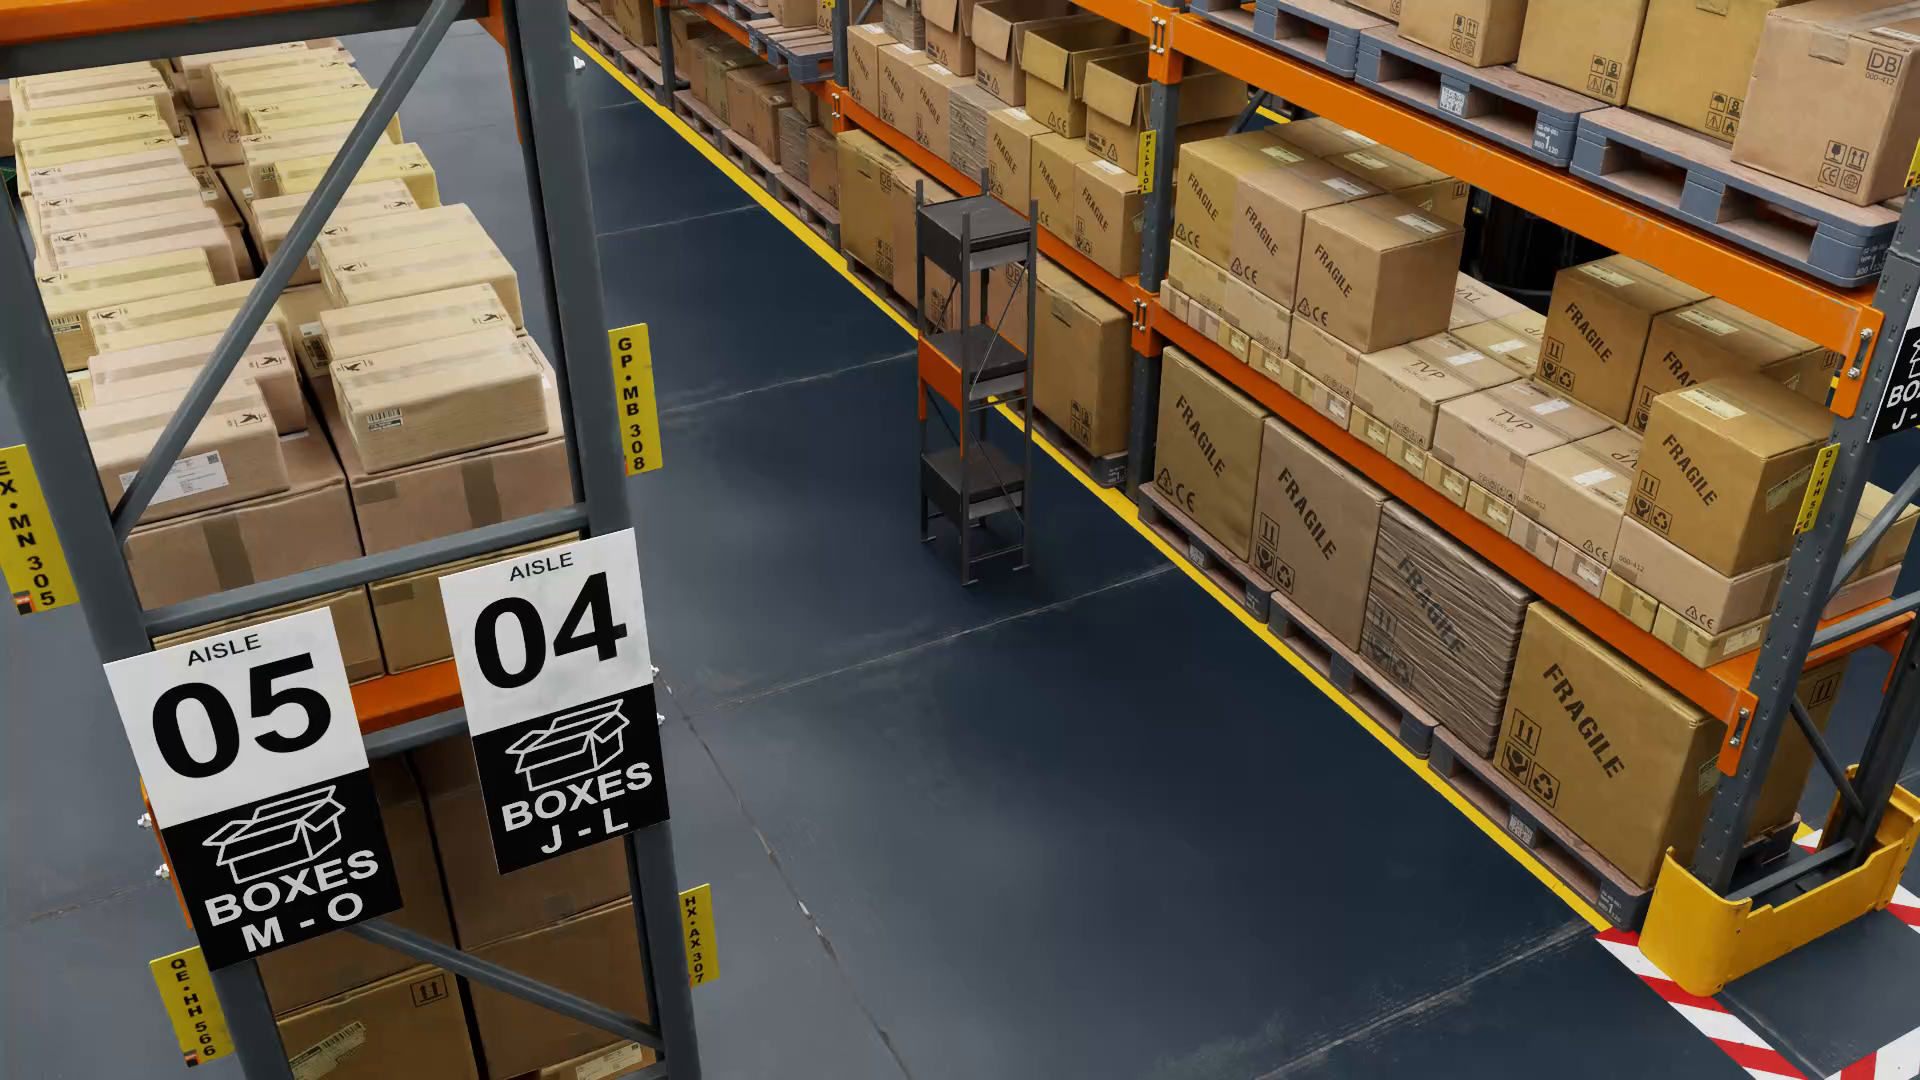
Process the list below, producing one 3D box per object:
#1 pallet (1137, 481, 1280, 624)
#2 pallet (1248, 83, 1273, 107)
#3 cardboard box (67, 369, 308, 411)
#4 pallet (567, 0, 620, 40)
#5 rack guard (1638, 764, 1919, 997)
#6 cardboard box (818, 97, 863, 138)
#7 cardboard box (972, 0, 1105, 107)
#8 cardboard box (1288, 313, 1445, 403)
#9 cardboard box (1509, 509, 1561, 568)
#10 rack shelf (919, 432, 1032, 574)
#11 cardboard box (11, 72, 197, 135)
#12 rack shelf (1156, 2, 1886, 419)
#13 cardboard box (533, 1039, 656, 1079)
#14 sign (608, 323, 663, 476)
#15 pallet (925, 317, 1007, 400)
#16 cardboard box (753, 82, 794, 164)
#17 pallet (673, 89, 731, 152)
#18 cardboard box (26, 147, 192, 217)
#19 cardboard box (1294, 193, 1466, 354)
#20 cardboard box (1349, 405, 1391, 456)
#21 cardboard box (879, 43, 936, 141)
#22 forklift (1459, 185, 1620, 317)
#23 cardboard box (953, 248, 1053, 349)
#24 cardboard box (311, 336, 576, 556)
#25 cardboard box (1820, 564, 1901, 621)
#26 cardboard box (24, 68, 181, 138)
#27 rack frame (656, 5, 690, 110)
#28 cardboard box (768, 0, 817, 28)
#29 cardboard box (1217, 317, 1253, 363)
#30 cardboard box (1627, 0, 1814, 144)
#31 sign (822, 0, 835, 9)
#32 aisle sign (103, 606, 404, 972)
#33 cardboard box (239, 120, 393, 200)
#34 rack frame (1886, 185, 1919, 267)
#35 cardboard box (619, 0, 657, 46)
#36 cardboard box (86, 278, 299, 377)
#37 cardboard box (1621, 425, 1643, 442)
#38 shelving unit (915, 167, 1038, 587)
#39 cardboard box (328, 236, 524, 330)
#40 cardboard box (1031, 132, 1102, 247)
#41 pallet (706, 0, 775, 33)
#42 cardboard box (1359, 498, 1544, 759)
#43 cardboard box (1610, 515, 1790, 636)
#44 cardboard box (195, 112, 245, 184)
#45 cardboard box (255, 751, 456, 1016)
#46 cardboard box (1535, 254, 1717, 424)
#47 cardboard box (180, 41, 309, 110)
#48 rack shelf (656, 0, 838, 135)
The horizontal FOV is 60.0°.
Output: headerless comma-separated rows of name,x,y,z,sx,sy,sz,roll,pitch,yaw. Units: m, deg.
pallet,1.717,-0.060,9.166,1.003,0.211,1.213,-16,36,-23
pallet,3.057,-4.558,16.187,1.003,0.211,1.213,-16,36,-23
cardboard box,-1.818,-0.318,3.879,0.500,0.250,0.500,-17,36,-24
pallet,-3.780,-5.736,18.026,1.003,0.211,1.213,-16,36,-23
rack guard,3.308,1.357,6.688,1.175,0.500,0.348,-16,36,-23
cardboard box,-0.772,-3.286,12.831,0.500,0.250,0.500,-14,35,-21
cardboard box,0.513,-3.007,10.158,0.797,0.503,0.637,-15,35,-22
cardboard box,1.893,-0.904,7.762,0.500,0.250,0.500,-15,36,-22
cardboard box,2.484,-0.052,6.803,0.380,0.149,0.250,-15,36,-22
rack shelf,0.077,-0.204,8.964,0.431,0.518,0.480,-16,36,-23
cardboard box,-2.763,-1.298,5.409,0.500,0.250,0.500,-16,36,-23
rack shelf,2.364,-1.622,6.906,1.077,0.370,4.000,-16,36,-23
cardboard box,-0.999,1.361,4.597,0.380,0.149,0.250,-16,36,-23
sign,-0.658,-0.276,3.328,0.100,0.325,0.005,-16,36,-23
pallet,0.432,-1.374,11.218,1.003,0.211,1.213,-16,36,-23
cardboard box,-1.304,-3.503,13.865,0.700,0.500,0.500,-13,35,-19
pallet,-1.934,-3.889,15.143,1.003,0.211,1.213,-16,36,-23
cardboard box,-2.251,-0.911,4.435,0.380,0.149,0.250,-17,36,-24
cardboard box,1.898,-1.217,7.556,0.500,0.500,0.500,-17,36,-25
cardboard box,2.004,-0.542,7.567,0.380,0.149,0.250,-17,36,-24
cardboard box,-0.205,-3.021,11.111,0.500,0.500,0.500,-17,36,-24
forklift,3.300,-1.765,9.306,1.130,2.935,3.031,5,33,8
cardboard box,0.698,-1.625,10.605,1.225,0.875,0.875,-17,36,-25
cardboard box,-1.118,-0.198,3.692,0.500,0.250,0.500,-15,36,-22
cardboard box,3.423,0.146,6.493,0.380,0.149,0.250,-15,36,-23
cardboard box,-2.598,-1.298,5.039,0.380,0.149,0.250,-17,36,-25
rack frame,-2.298,-5.434,14.970,1.000,3.000,0.127,-16,36,-23
cardboard box,-1.069,-4.233,12.613,0.700,0.500,0.500,-11,34,-16
cardboard box,1.521,-1.035,8.336,0.380,0.149,0.250,-15,35,-22
cardboard box,2.851,-1.765,5.888,0.700,0.500,0.500,-17,36,-25
sign,-0.909,-3.838,11.479,0.100,0.325,0.005,-16,36,-23
aisle sign,-1.370,0.508,3.286,0.394,0.787,0.004,-16,36,-23
cardboard box,-1.786,-1.047,4.647,0.380,0.149,0.250,-15,35,-22
rack frame,3.297,-2.233,4.413,1.000,3.000,0.127,-16,36,-23
cardboard box,-3.082,-5.307,16.700,0.500,0.500,0.500,-19,37,-27
cardboard box,-1.702,-0.436,3.694,0.380,0.149,0.250,-17,36,-25
cardboard box,3.063,-0.313,6.840,0.500,0.250,0.500,-16,36,-24
shelving unit,0.077,-0.805,8.579,0.431,2.100,0.503,-16,36,-23
cardboard box,-1.253,-0.572,3.907,0.380,0.149,0.250,-16,36,-23
cardboard box,0.747,-2.051,9.596,0.500,0.500,0.500,-15,35,-22
pallet,-1.393,-4.379,13.501,1.003,0.211,1.213,-16,36,-23
cardboard box,2.503,0.291,7.614,0.875,0.875,0.875,-16,36,-23
cardboard box,2.836,0.066,6.248,0.500,0.250,0.500,-16,36,-24
cardboard box,-2.084,-1.172,5.213,0.500,0.250,0.500,-14,35,-21
cardboard box,-1.572,0.748,4.026,0.500,0.500,0.500,-17,36,-24
cardboard box,2.832,-0.867,7.009,0.500,0.500,0.500,-17,36,-24
cardboard box,-2.314,-1.530,5.402,0.380,0.149,0.250,-15,35,-21
rack shelf,-1.366,-4.177,13.674,1.077,0.370,4.000,-16,36,-23
